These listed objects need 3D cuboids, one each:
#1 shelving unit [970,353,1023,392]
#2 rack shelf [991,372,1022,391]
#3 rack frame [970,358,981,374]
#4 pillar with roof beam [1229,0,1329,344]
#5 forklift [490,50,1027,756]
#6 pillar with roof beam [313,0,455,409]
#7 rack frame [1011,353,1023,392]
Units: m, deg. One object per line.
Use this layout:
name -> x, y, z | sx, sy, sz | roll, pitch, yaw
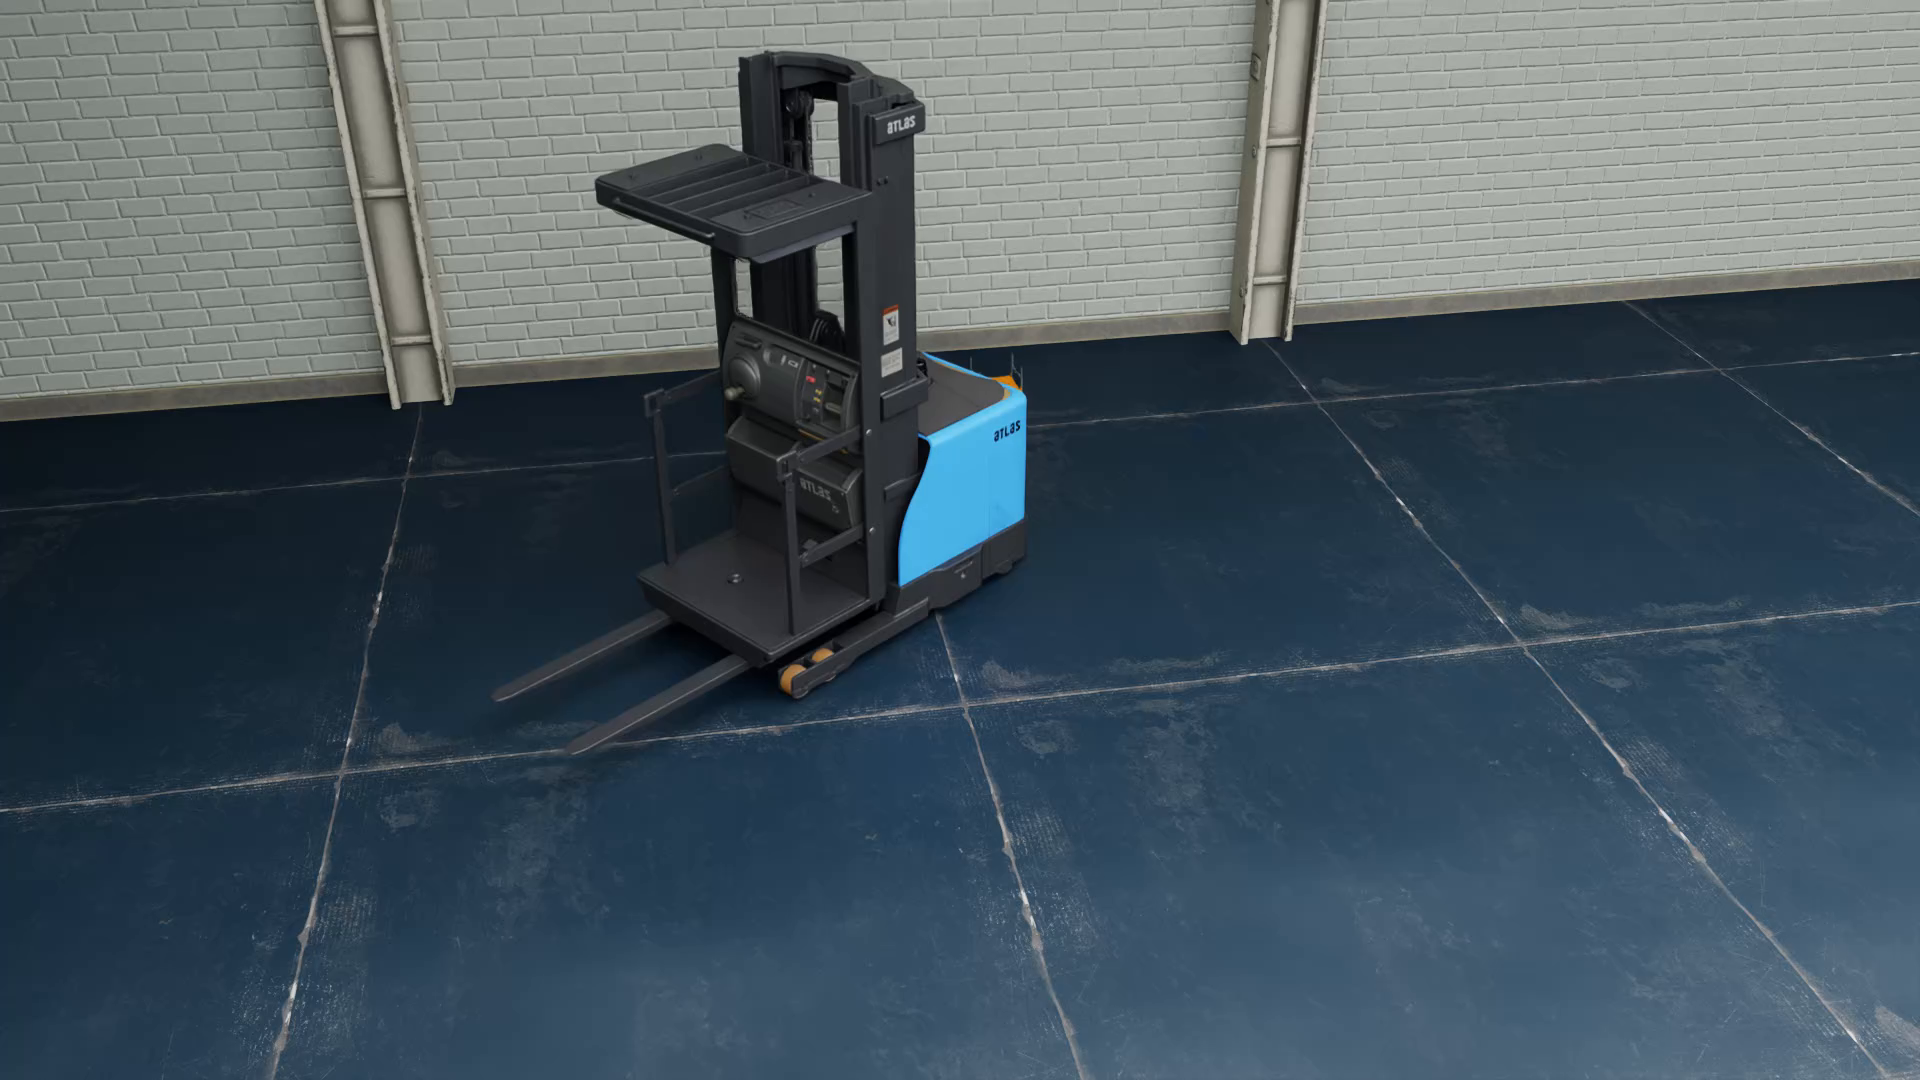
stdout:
shelving unit -> 0.204, -0.550, 9.650 | 0.252, 1.050, 0.215 | -8, 31, -13
rack shelf -> 0.204, -0.785, 9.511 | 0.240, 0.259, 0.215 | -8, 31, -13
rack frame -> 0.087, -0.533, 9.621 | 0.008, 1.050, 0.200 | -8, 31, -13
pillar with roof beam -> 2.998, -3.261, 6.418 | 0.400, 9.000, 9.100 | -5, 31, -9
forklift -> -0.994, -0.760, 8.150 | 1.130, 2.935, 3.031 | 25, 39, 36
pillar with roof beam -> -2.904, -2.713, 5.486 | 0.400, 9.000, 9.100 | -5, 31, -9
rack frame -> 0.322, -0.567, 9.678 | 0.008, 1.050, 0.200 | -8, 31, -13
